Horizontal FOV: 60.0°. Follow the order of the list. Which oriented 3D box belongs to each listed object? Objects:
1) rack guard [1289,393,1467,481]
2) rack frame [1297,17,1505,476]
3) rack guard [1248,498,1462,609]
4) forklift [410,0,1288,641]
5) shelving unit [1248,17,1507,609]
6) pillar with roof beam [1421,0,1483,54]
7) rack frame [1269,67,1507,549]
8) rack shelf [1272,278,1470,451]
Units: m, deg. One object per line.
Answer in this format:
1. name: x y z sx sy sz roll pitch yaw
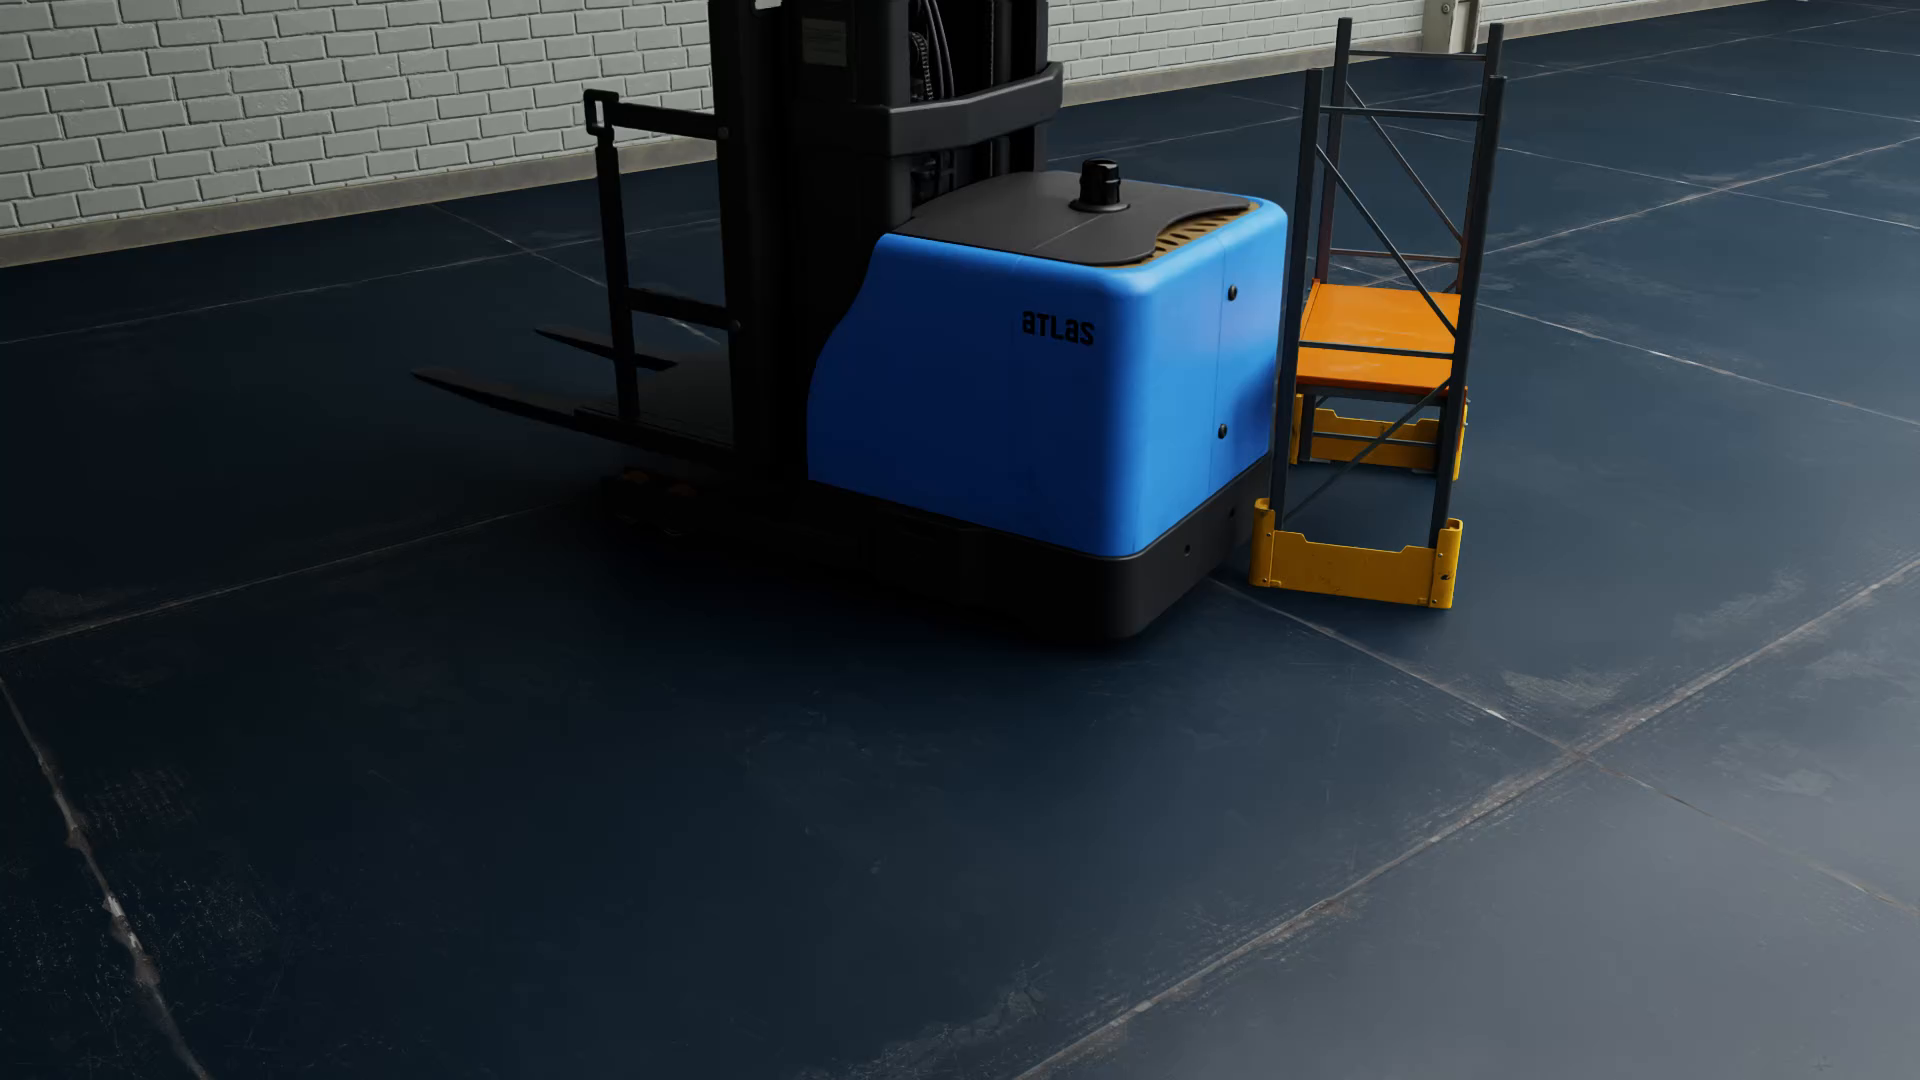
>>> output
1. rack guard: 1.430 -0.365 5.740 0.587 0.250 0.087 7 26 15
2. rack frame: 1.430 -0.933 5.478 0.500 1.500 0.032 7 26 15
3. rack guard: 1.151 0.037 4.872 0.587 0.250 0.087 7 26 15
4. forklift: -0.549 -1.510 5.021 3.031 2.935 1.130 15 29 30
5. shelving unit: 1.291 -0.731 5.043 0.587 1.500 1.083 7 26 15
6. pillar with roof beam: 6.840 -6.842 9.304 0.400 9.000 9.100 -18 31 -34
7. rack frame: 1.146 -0.522 4.592 0.500 1.500 0.032 7 26 15
8. rack shelf: 1.288 -0.564 5.111 0.538 0.185 1.000 7 26 15
